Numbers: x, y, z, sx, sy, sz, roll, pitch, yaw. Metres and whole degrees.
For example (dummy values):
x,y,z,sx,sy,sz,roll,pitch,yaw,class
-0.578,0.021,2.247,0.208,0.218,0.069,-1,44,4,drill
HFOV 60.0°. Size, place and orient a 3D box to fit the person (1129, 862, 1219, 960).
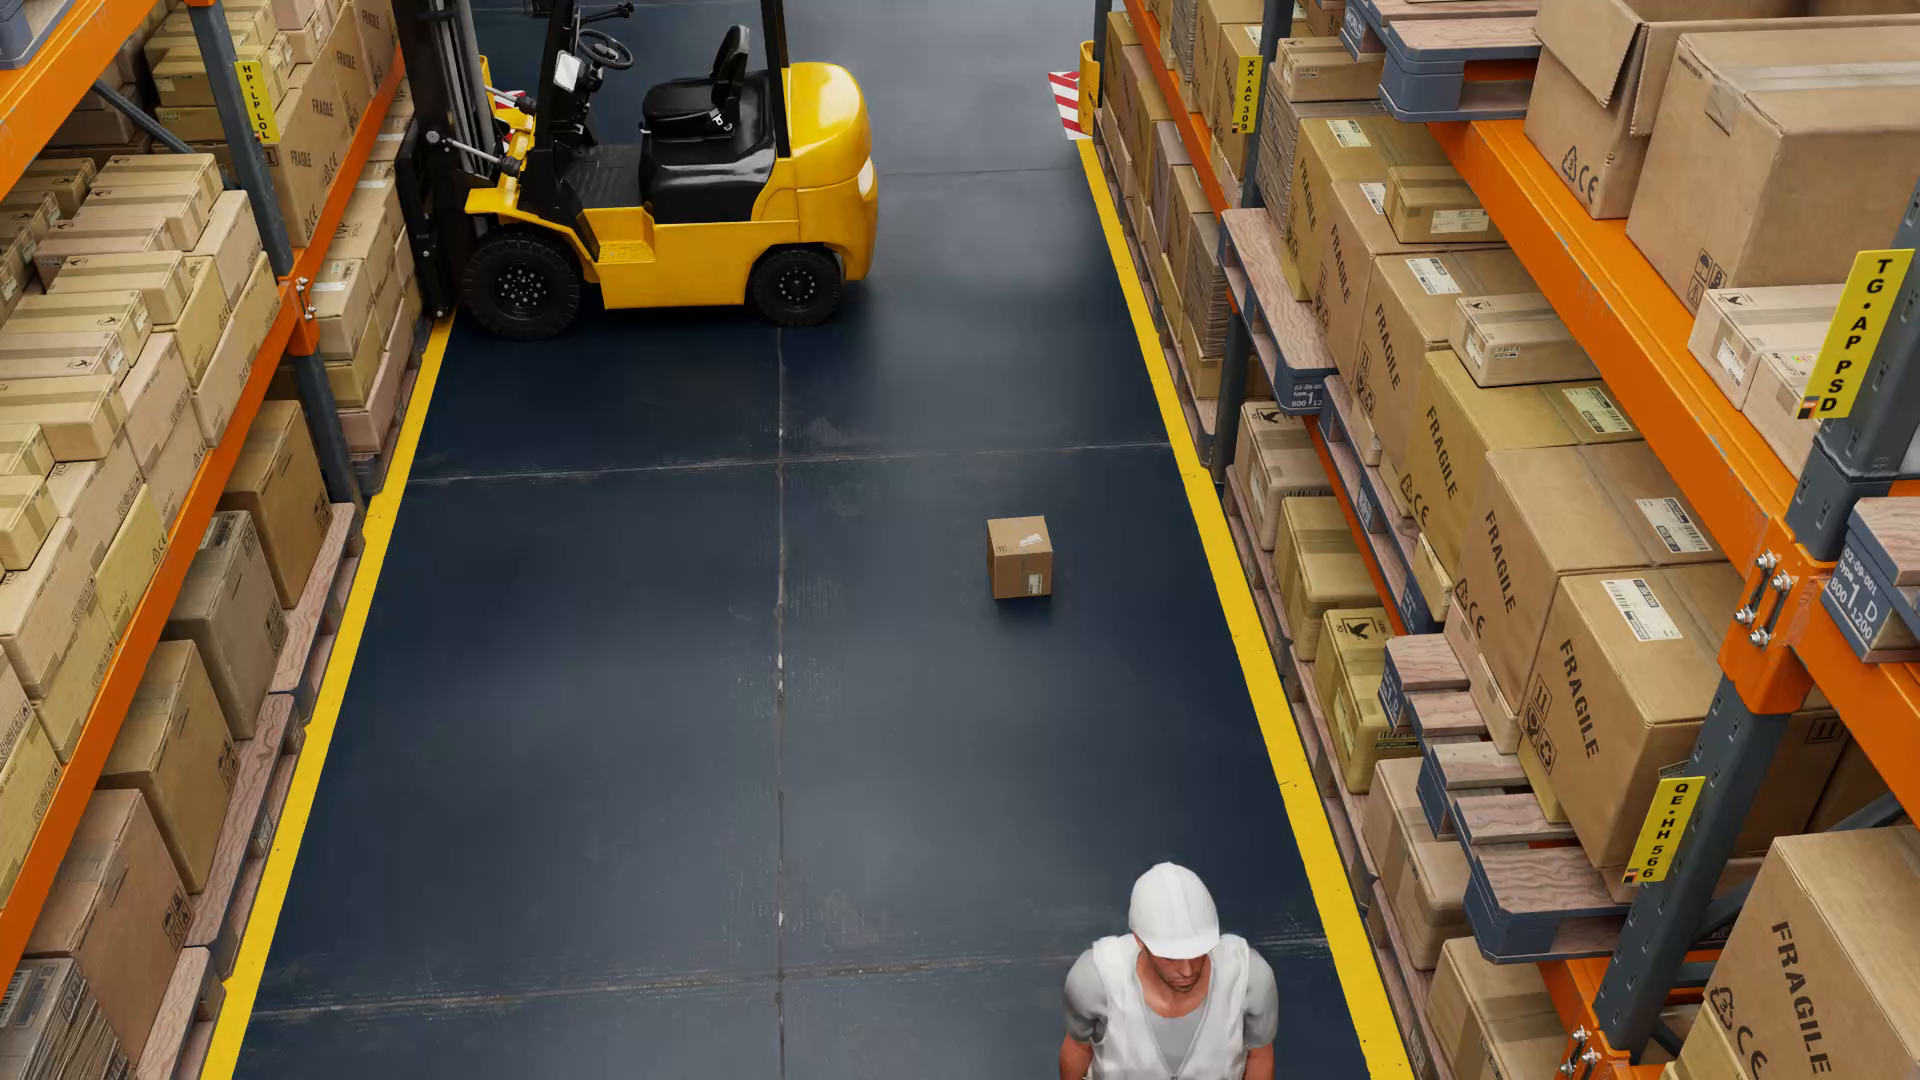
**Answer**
x,y,z,sx,sy,sz,roll,pitch,yaw,class
10.577,-9.702,18.217,21.767,1.785,35.515,-1,39,-2,person
